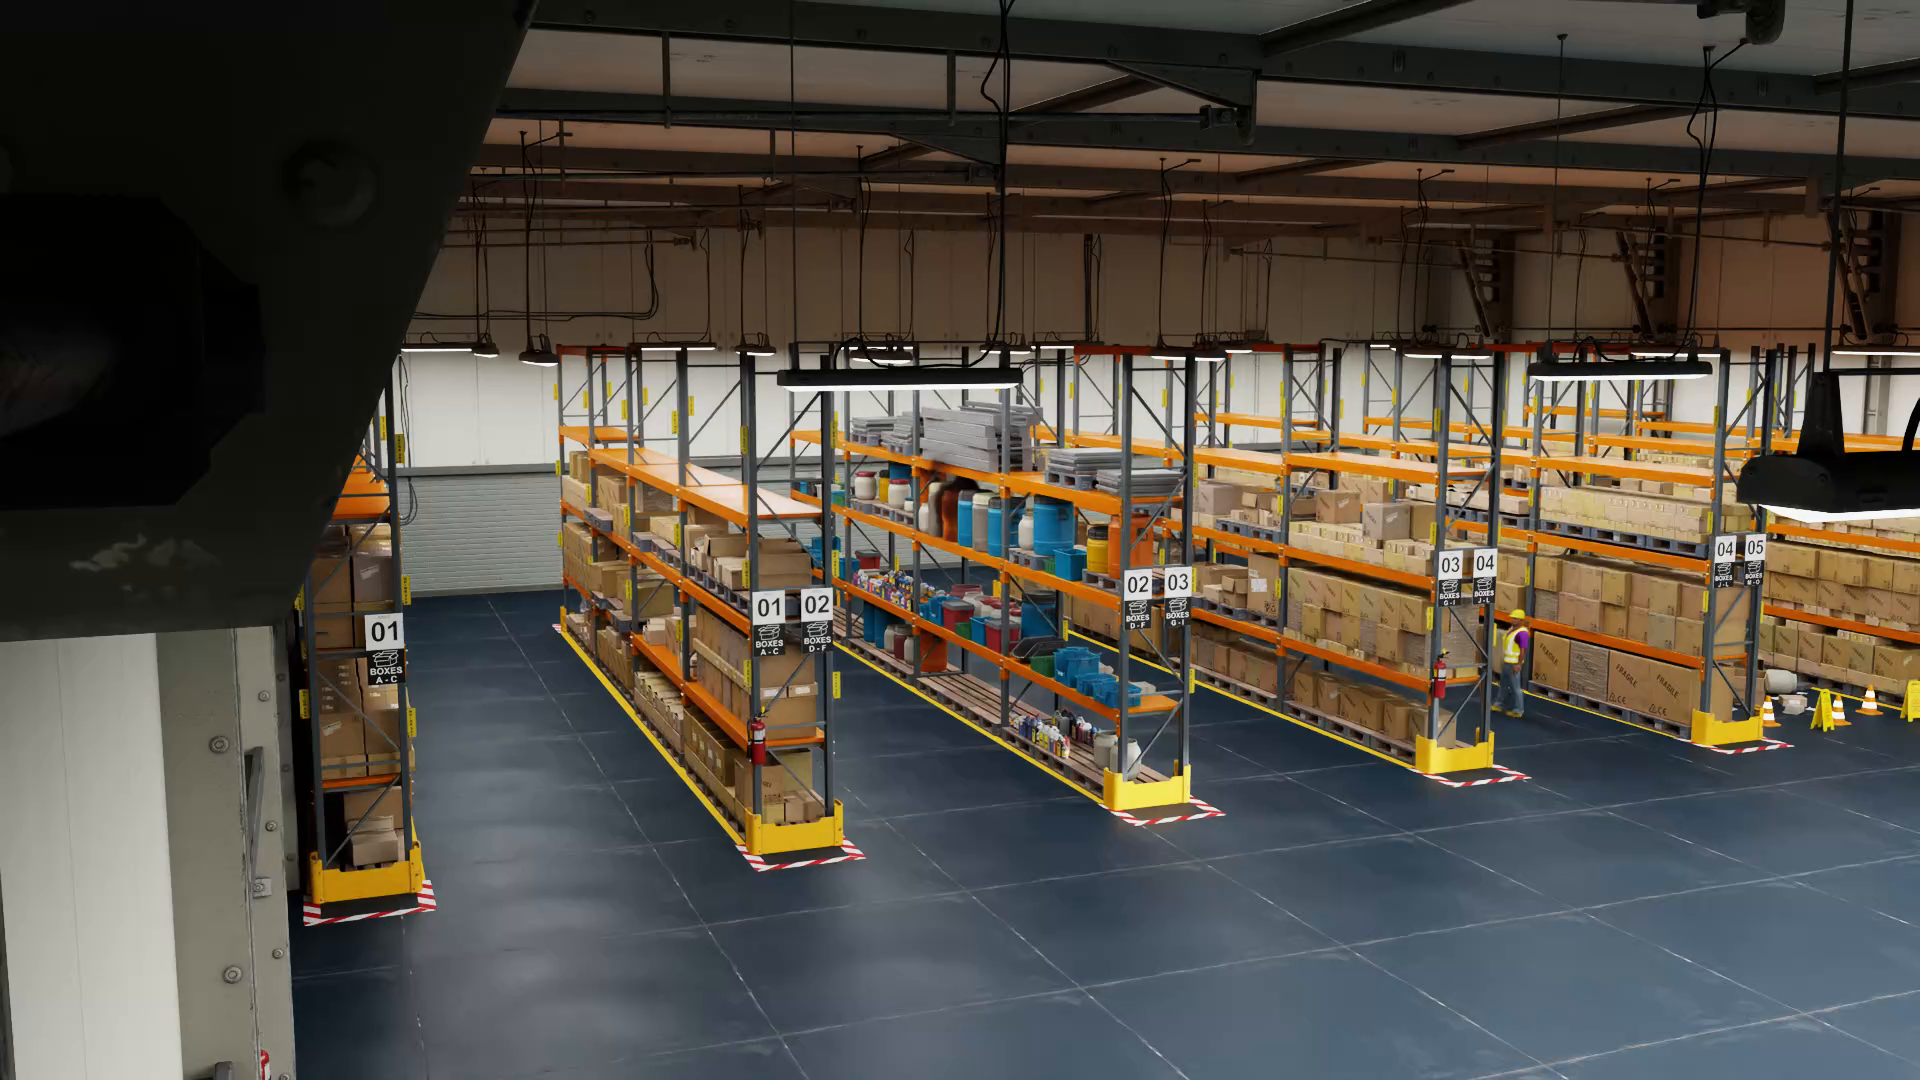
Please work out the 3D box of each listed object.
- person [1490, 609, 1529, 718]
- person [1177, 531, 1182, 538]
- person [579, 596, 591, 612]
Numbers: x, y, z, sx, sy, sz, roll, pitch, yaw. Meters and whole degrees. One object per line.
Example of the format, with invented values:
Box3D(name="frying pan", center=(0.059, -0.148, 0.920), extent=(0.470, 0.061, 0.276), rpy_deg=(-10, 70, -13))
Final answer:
Box3D(name="person", center=(8.975, 2.003, 27.324), extent=(0.653, 1.760, 0.577), rpy_deg=(1, 7, 11))
Box3D(name="person", center=(5.587, 0.193, 41.560), extent=(1.129, 1.729, 0.731), rpy_deg=(-2, 7, -12))
Box3D(name="person", center=(-8.204, 0.840, 37.037), extent=(0.578, 1.610, 0.542), rpy_deg=(-1, 7, -10))
